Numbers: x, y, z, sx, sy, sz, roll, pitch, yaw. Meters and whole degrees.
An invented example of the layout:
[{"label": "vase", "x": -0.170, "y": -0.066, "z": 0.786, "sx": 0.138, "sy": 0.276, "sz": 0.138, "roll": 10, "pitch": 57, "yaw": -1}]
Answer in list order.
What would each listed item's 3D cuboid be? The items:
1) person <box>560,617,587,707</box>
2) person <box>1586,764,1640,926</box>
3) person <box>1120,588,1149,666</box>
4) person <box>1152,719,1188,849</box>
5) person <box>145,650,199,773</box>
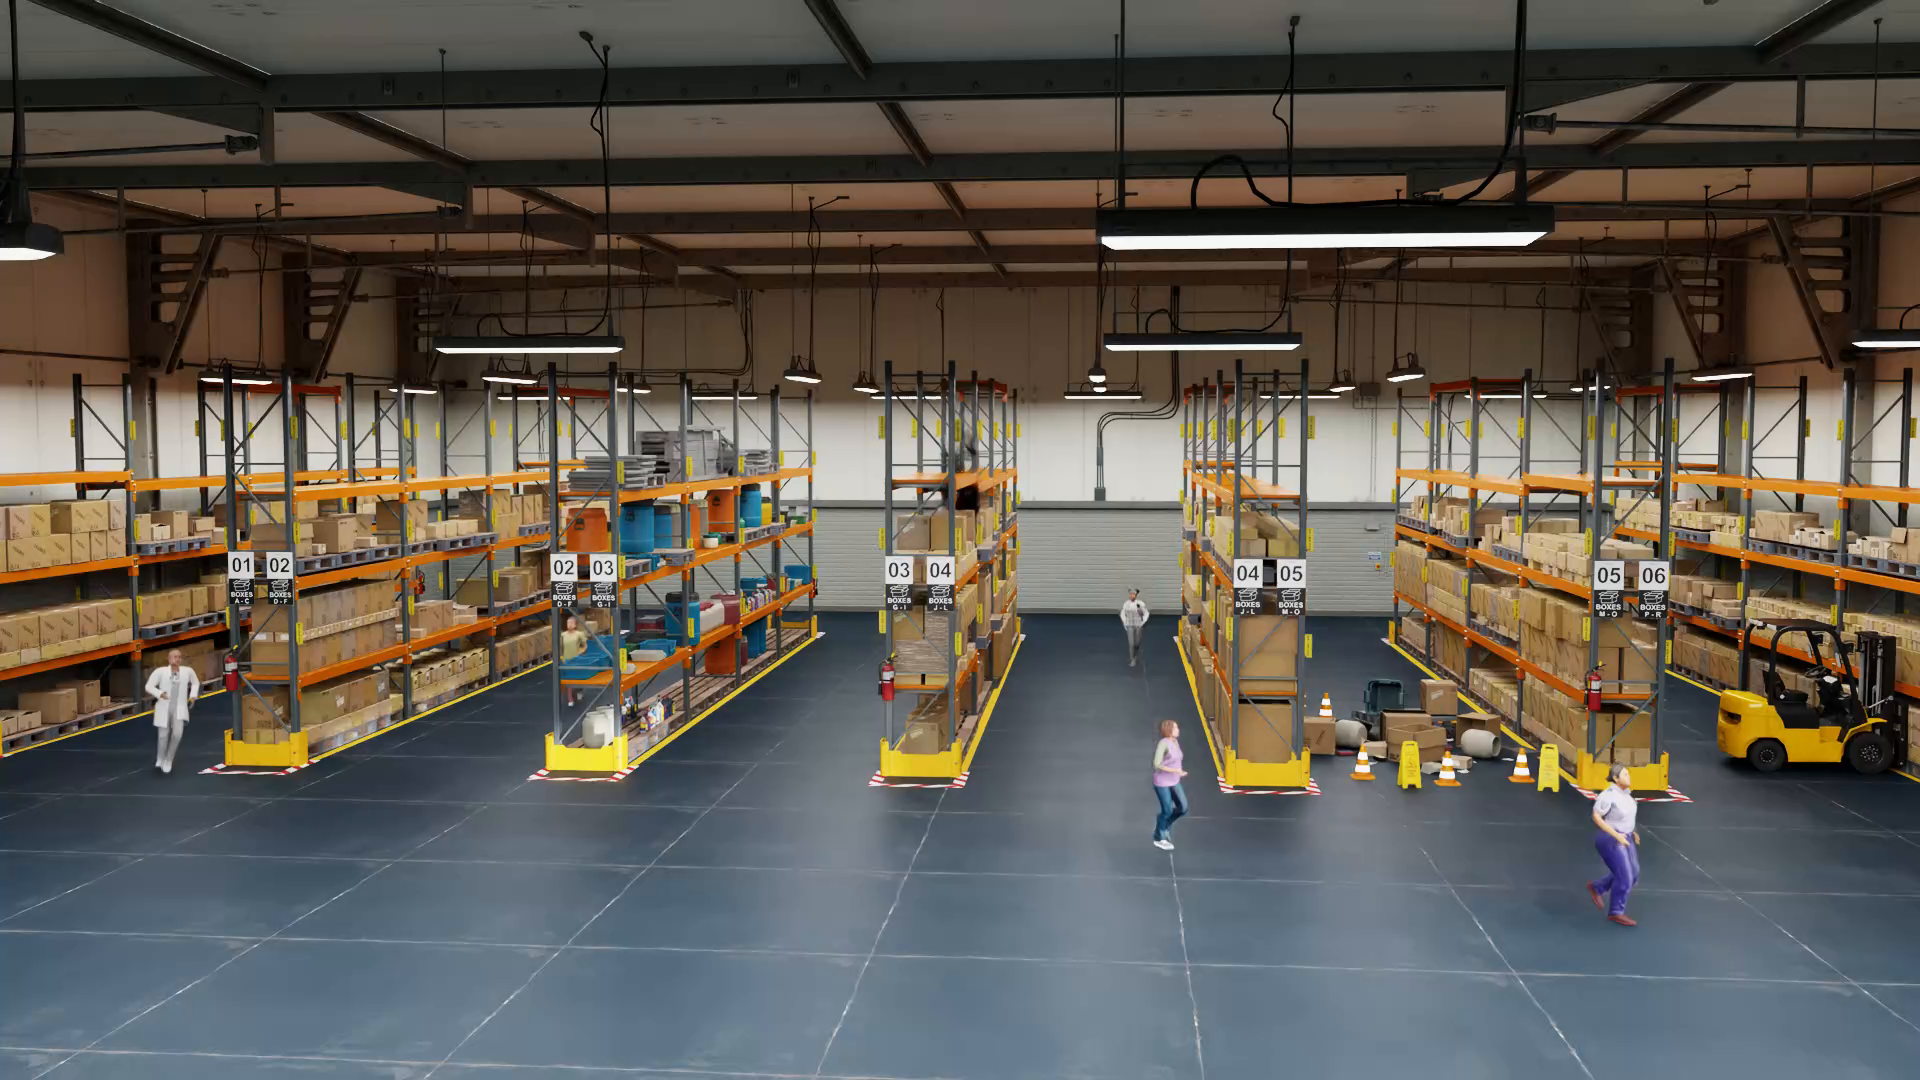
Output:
[{"label": "person", "x": -7.055, "y": 2.202, "z": 30.215, "sx": 0.578, "sy": 1.619, "sz": 0.569, "roll": 0, "pitch": 4, "yaw": -1}, {"label": "person", "x": 6.643, "y": 3.083, "z": 16.981, "sx": 0.628, "sy": 1.616, "sz": 0.583, "roll": -4, "pitch": 5, "yaw": -44}, {"label": "person", "x": 3.724, "y": 1.845, "z": 35.540, "sx": 0.616, "sy": 1.675, "sz": 0.520, "roll": 1, "pitch": 4, "yaw": 11}, {"label": "person", "x": 2.513, "y": 2.916, "z": 19.804, "sx": 0.542, "sy": 1.565, "sz": 0.518, "roll": 3, "pitch": 5, "yaw": 40}, {"label": "person", "x": -11.586, "y": 2.513, "z": 24.502, "sx": 0.744, "sy": 1.784, "sz": 0.708, "roll": -2, "pitch": 4, "yaw": -29}]
